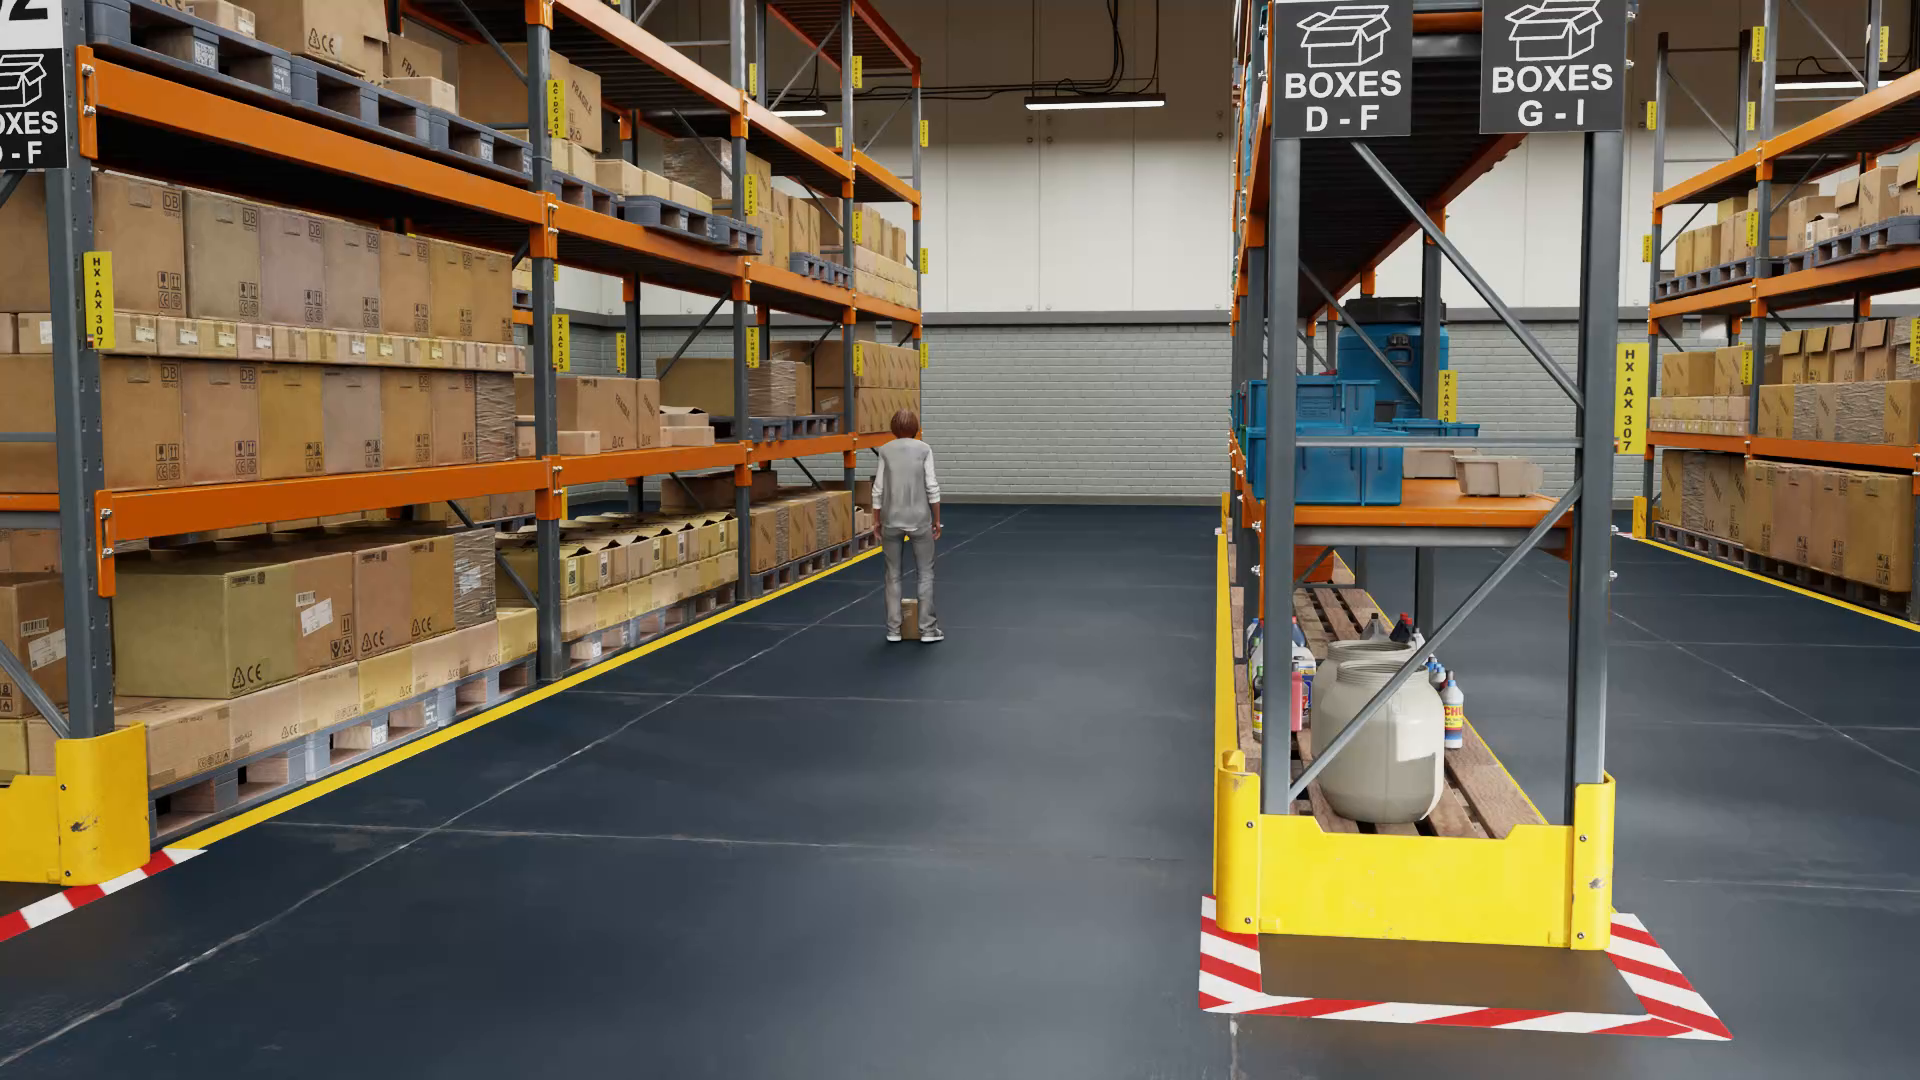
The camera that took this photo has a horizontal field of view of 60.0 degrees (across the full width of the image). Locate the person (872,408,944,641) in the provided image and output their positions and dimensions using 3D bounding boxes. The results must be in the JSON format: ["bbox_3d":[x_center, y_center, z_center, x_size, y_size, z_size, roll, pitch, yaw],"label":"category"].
[{"bbox_3d":[-0.359,-0.100,11.343,0.480,1.594,0.343,1,5,6],"label":"person"}]
